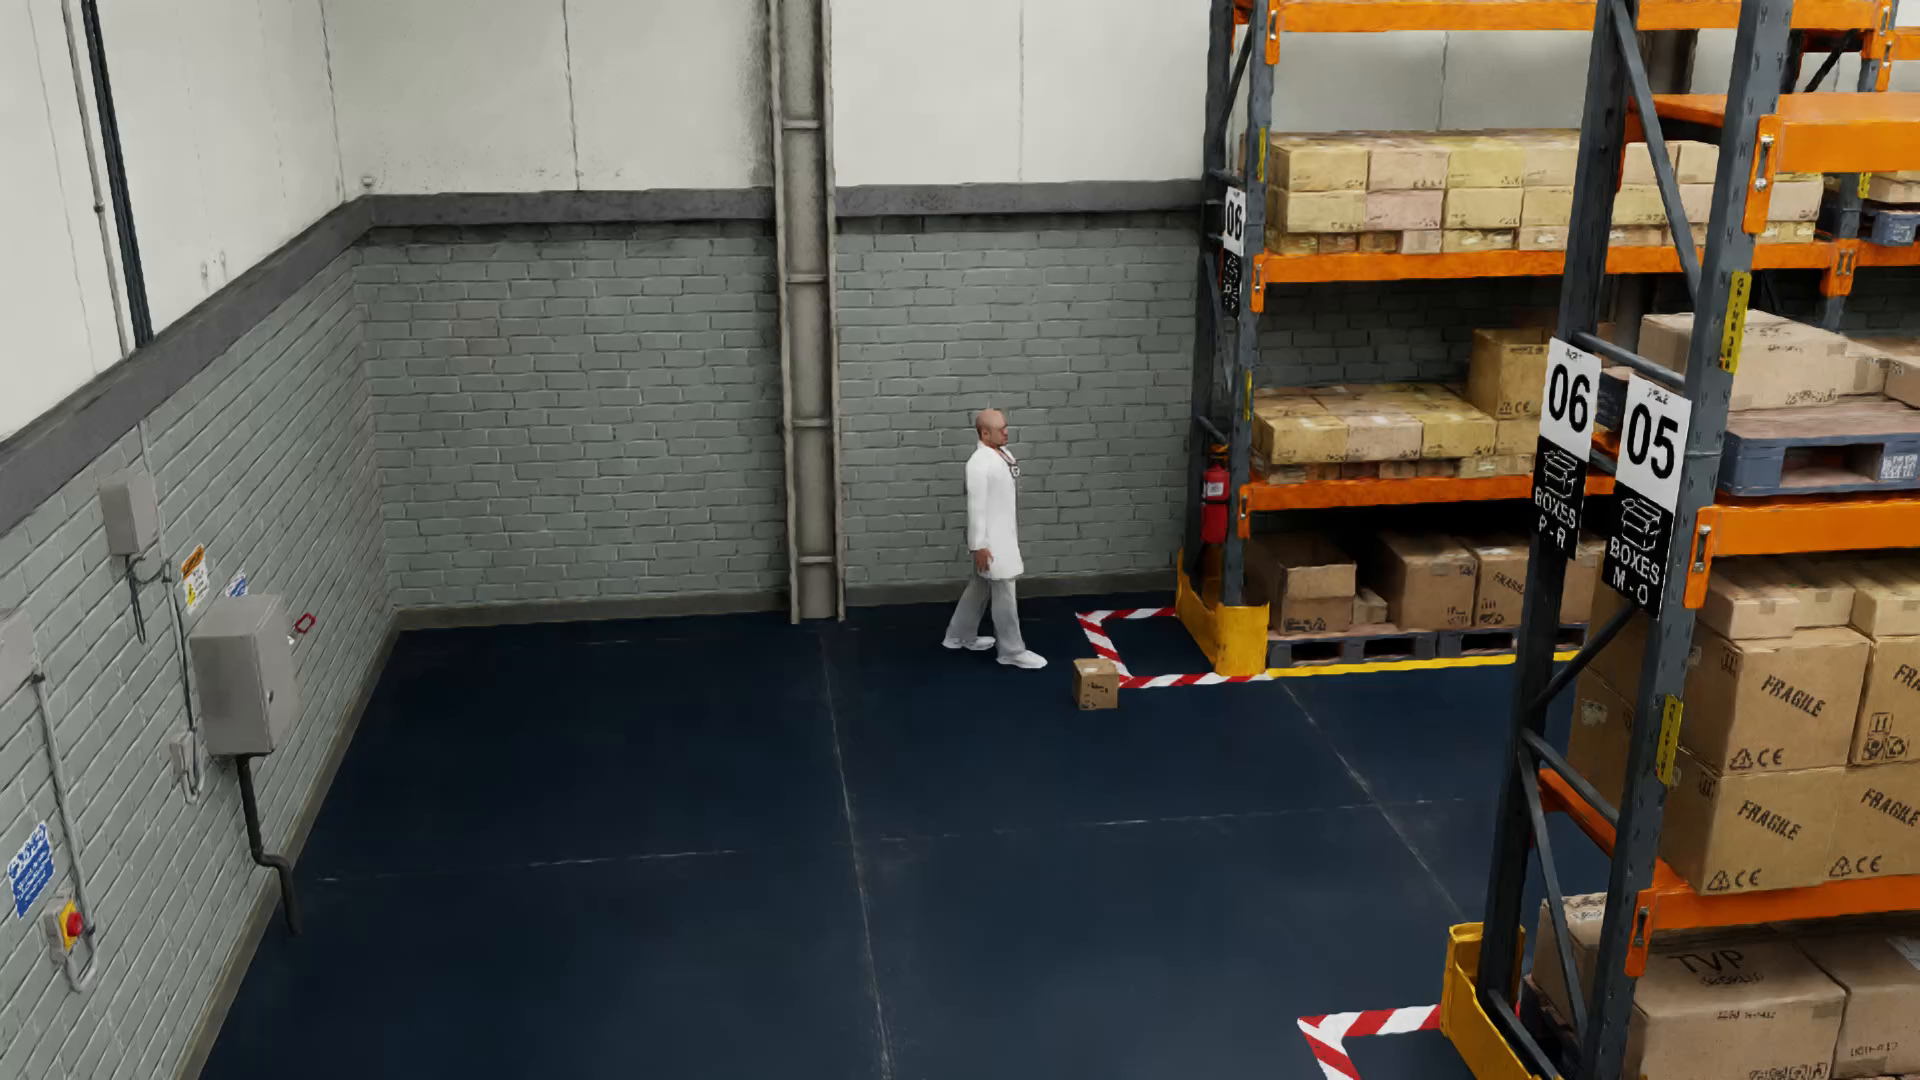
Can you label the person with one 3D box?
[{"bbox_3d":[0.244,-0.024,11.136,0.751,1.775,0.605,3,20,9],"label":"person"}]
